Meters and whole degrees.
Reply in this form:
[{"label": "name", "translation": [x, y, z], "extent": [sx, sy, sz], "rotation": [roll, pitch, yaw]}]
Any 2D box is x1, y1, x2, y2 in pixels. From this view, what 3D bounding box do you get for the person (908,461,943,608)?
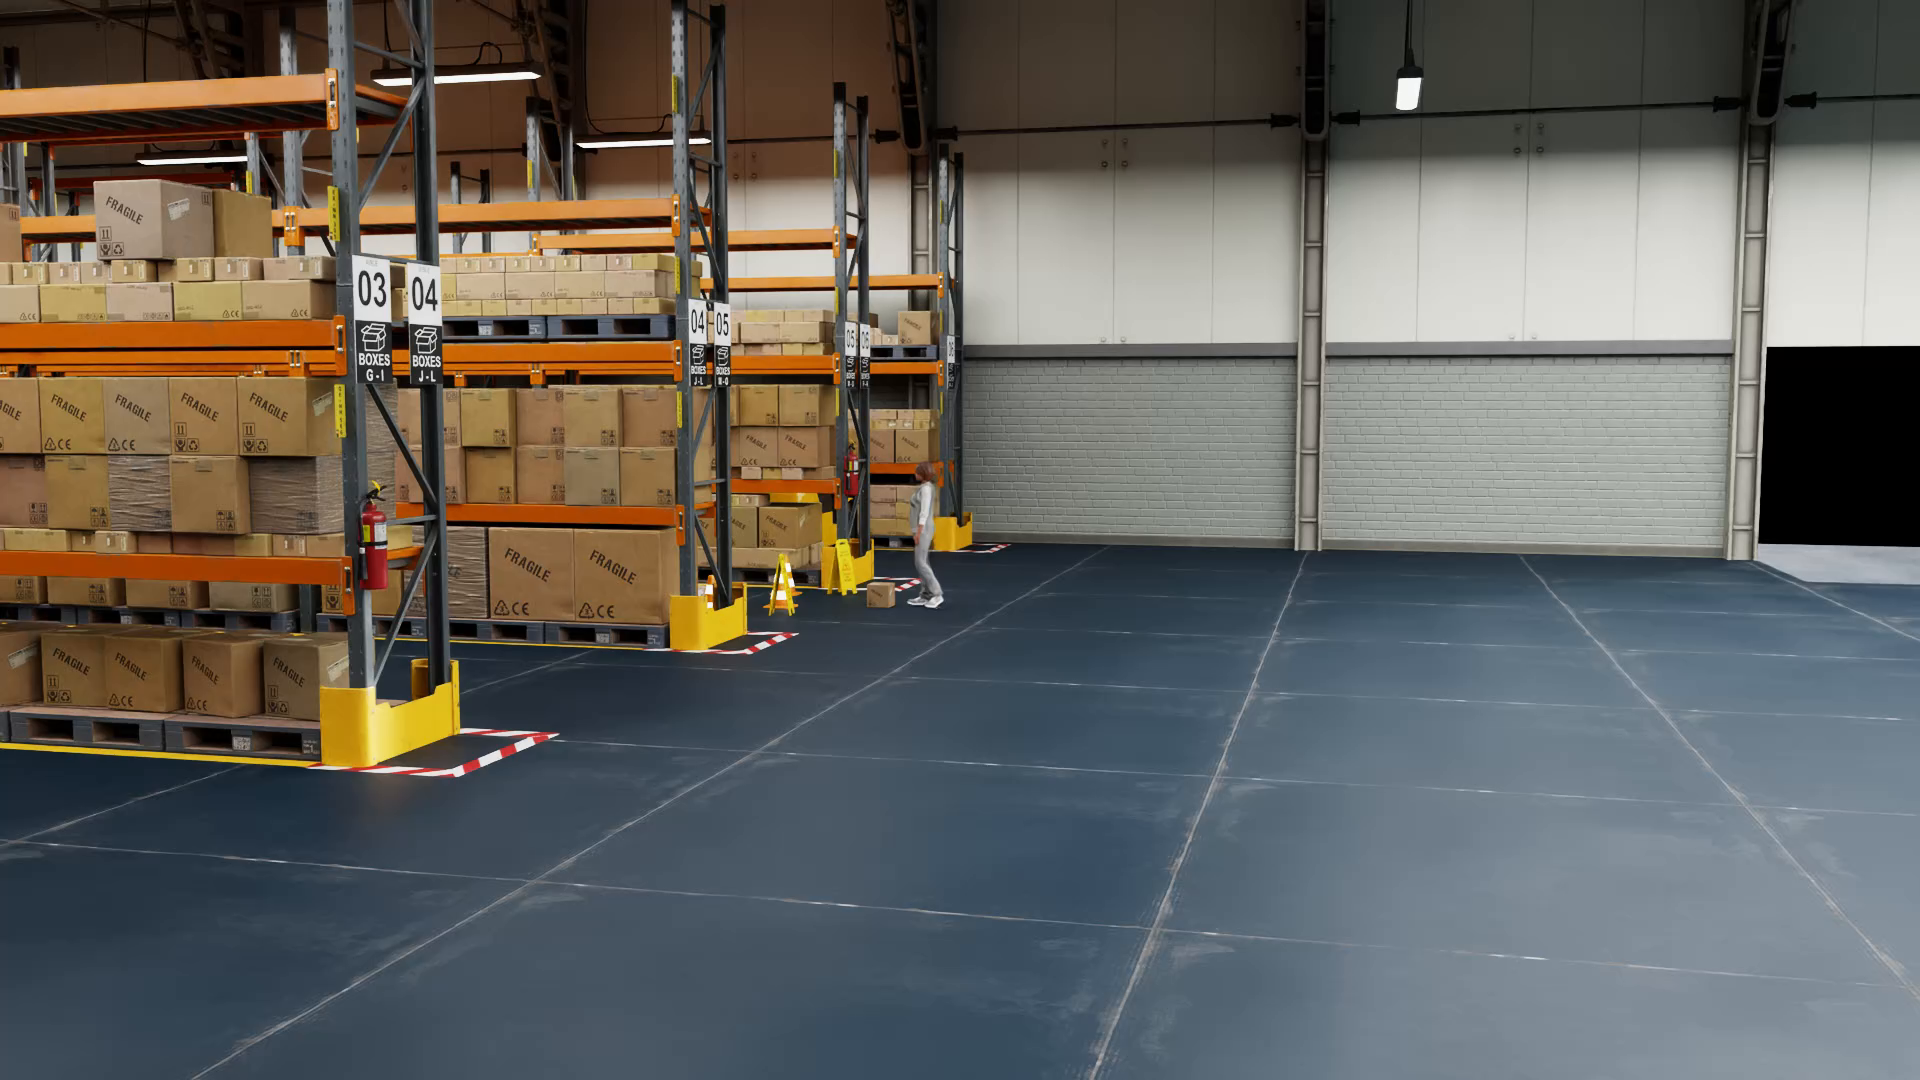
[{"label": "person", "translation": [-0.380, -0.015, 18.209], "extent": [0.398, 1.489, 0.466], "rotation": [0, 5, -1]}]
